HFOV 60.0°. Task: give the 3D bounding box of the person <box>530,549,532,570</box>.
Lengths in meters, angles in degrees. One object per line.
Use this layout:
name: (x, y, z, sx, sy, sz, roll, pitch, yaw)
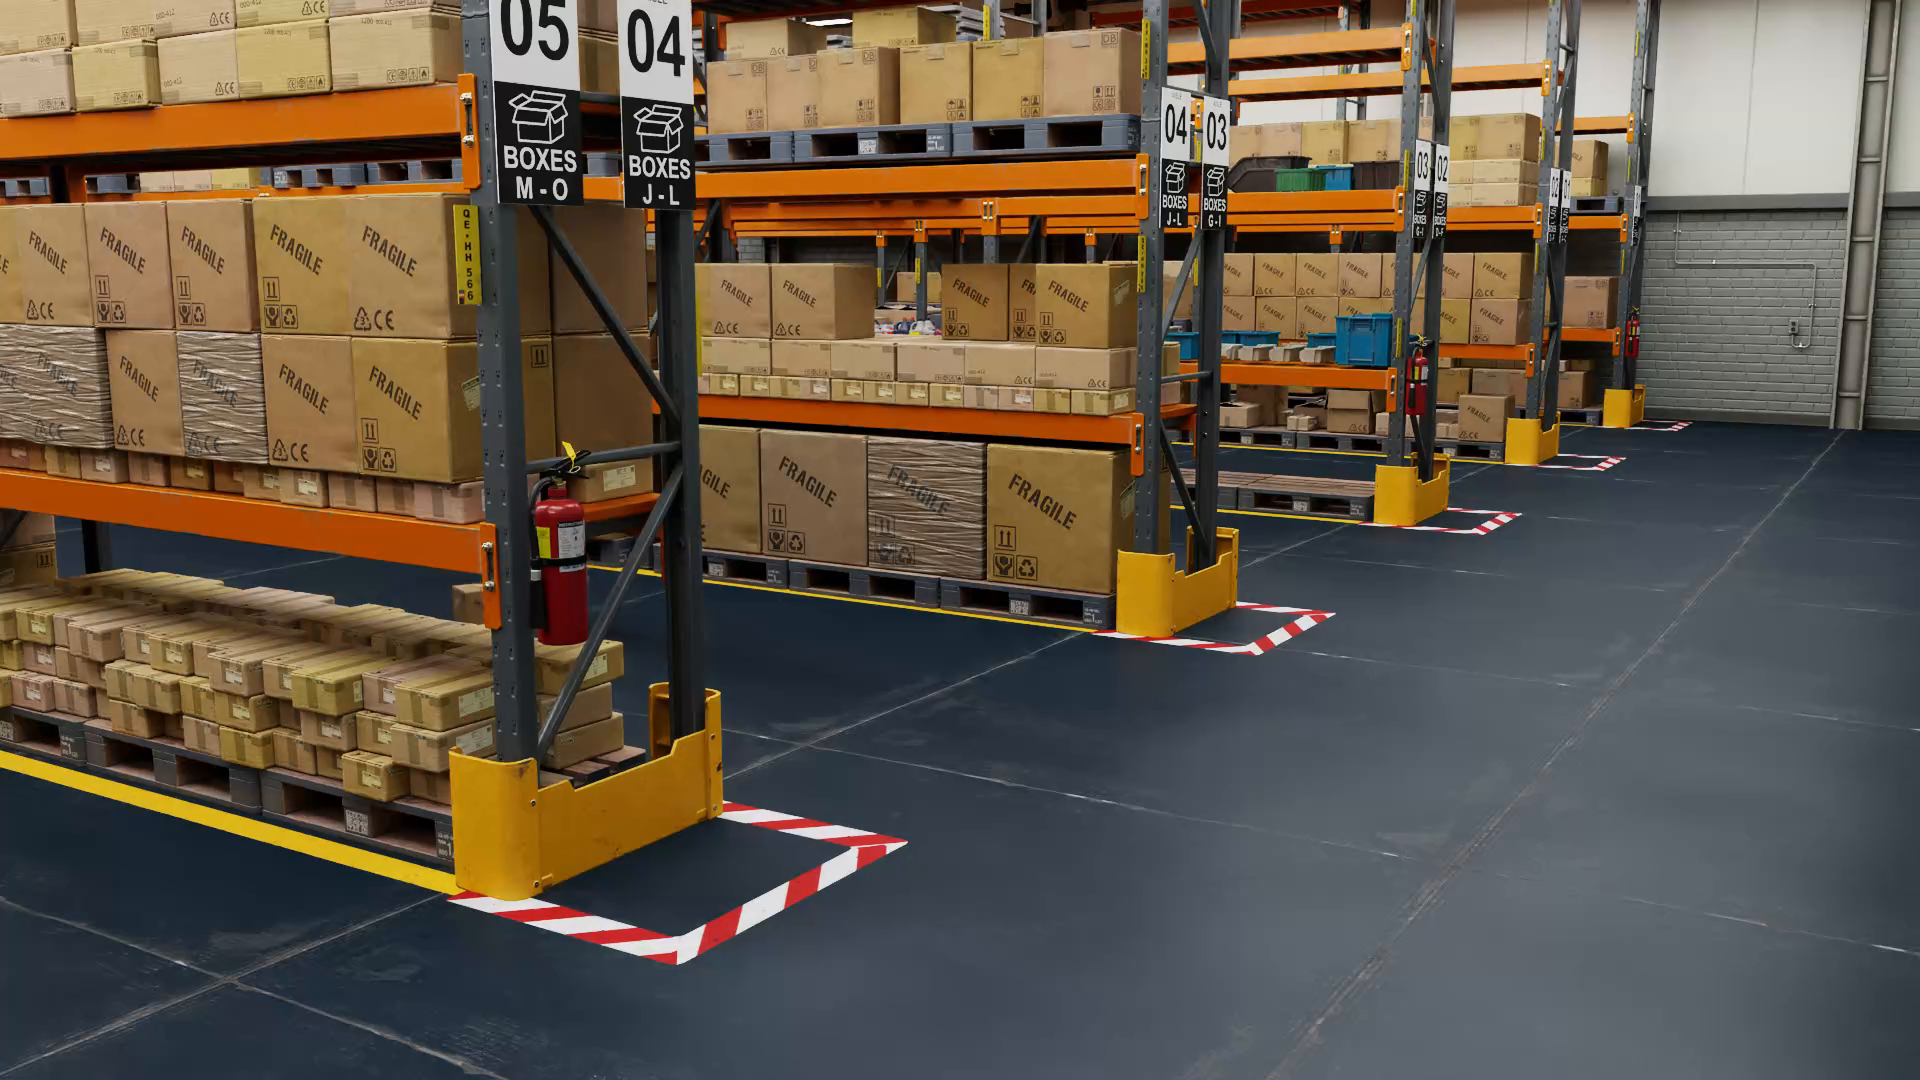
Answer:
person: (-2.789, -0.310, 10.280, 0.475, 1.704, 0.440, 7, 12, 35)
